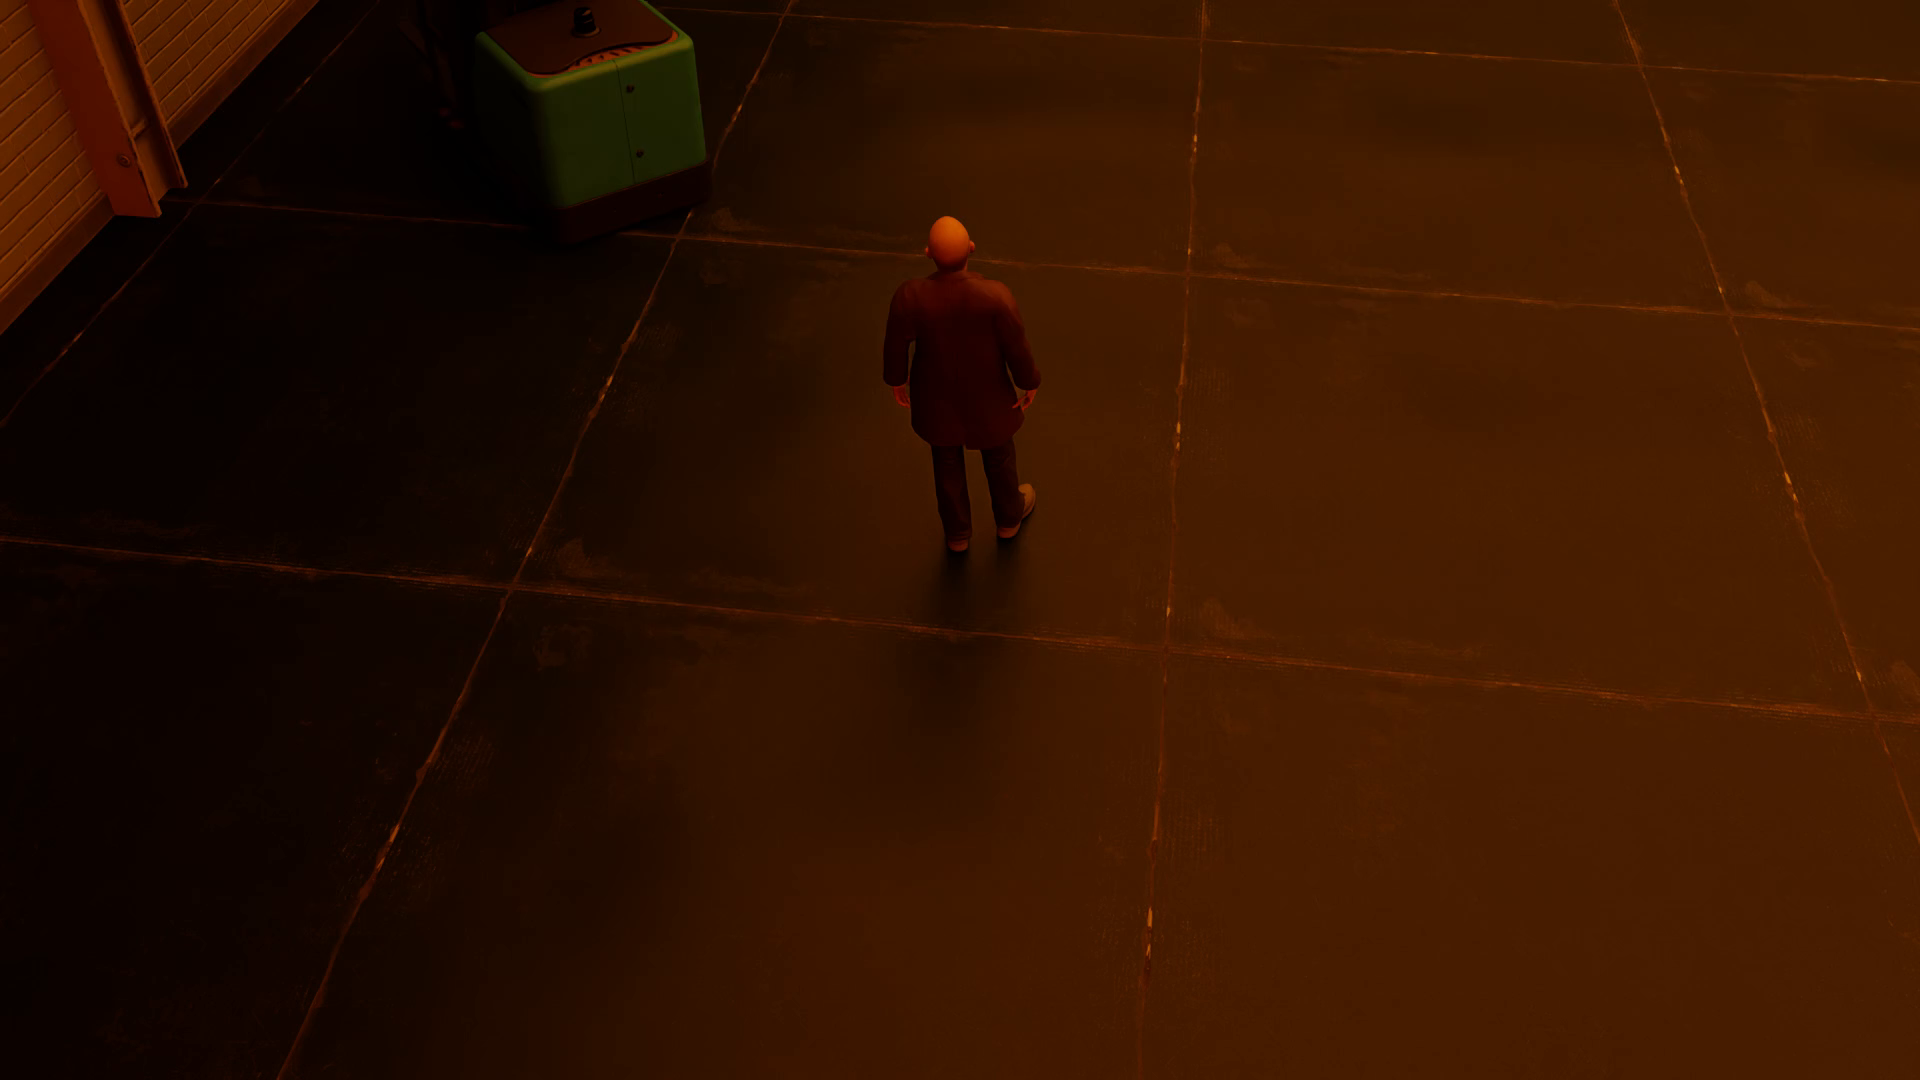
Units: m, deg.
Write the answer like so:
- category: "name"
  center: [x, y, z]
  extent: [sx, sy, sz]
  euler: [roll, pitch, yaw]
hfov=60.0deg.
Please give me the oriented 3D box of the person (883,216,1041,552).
- category: "person"
  center: [0.016, -0.722, 7.351]
  extent: [0.698, 1.778, 0.579]
  euler: [5, 43, 6]

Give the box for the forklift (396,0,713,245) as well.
- category: "forklift"
  center: [-2.744, -3.757, 9.814]
  extent: [1.130, 2.935, 3.031]
  euler: [-25, 48, -25]
